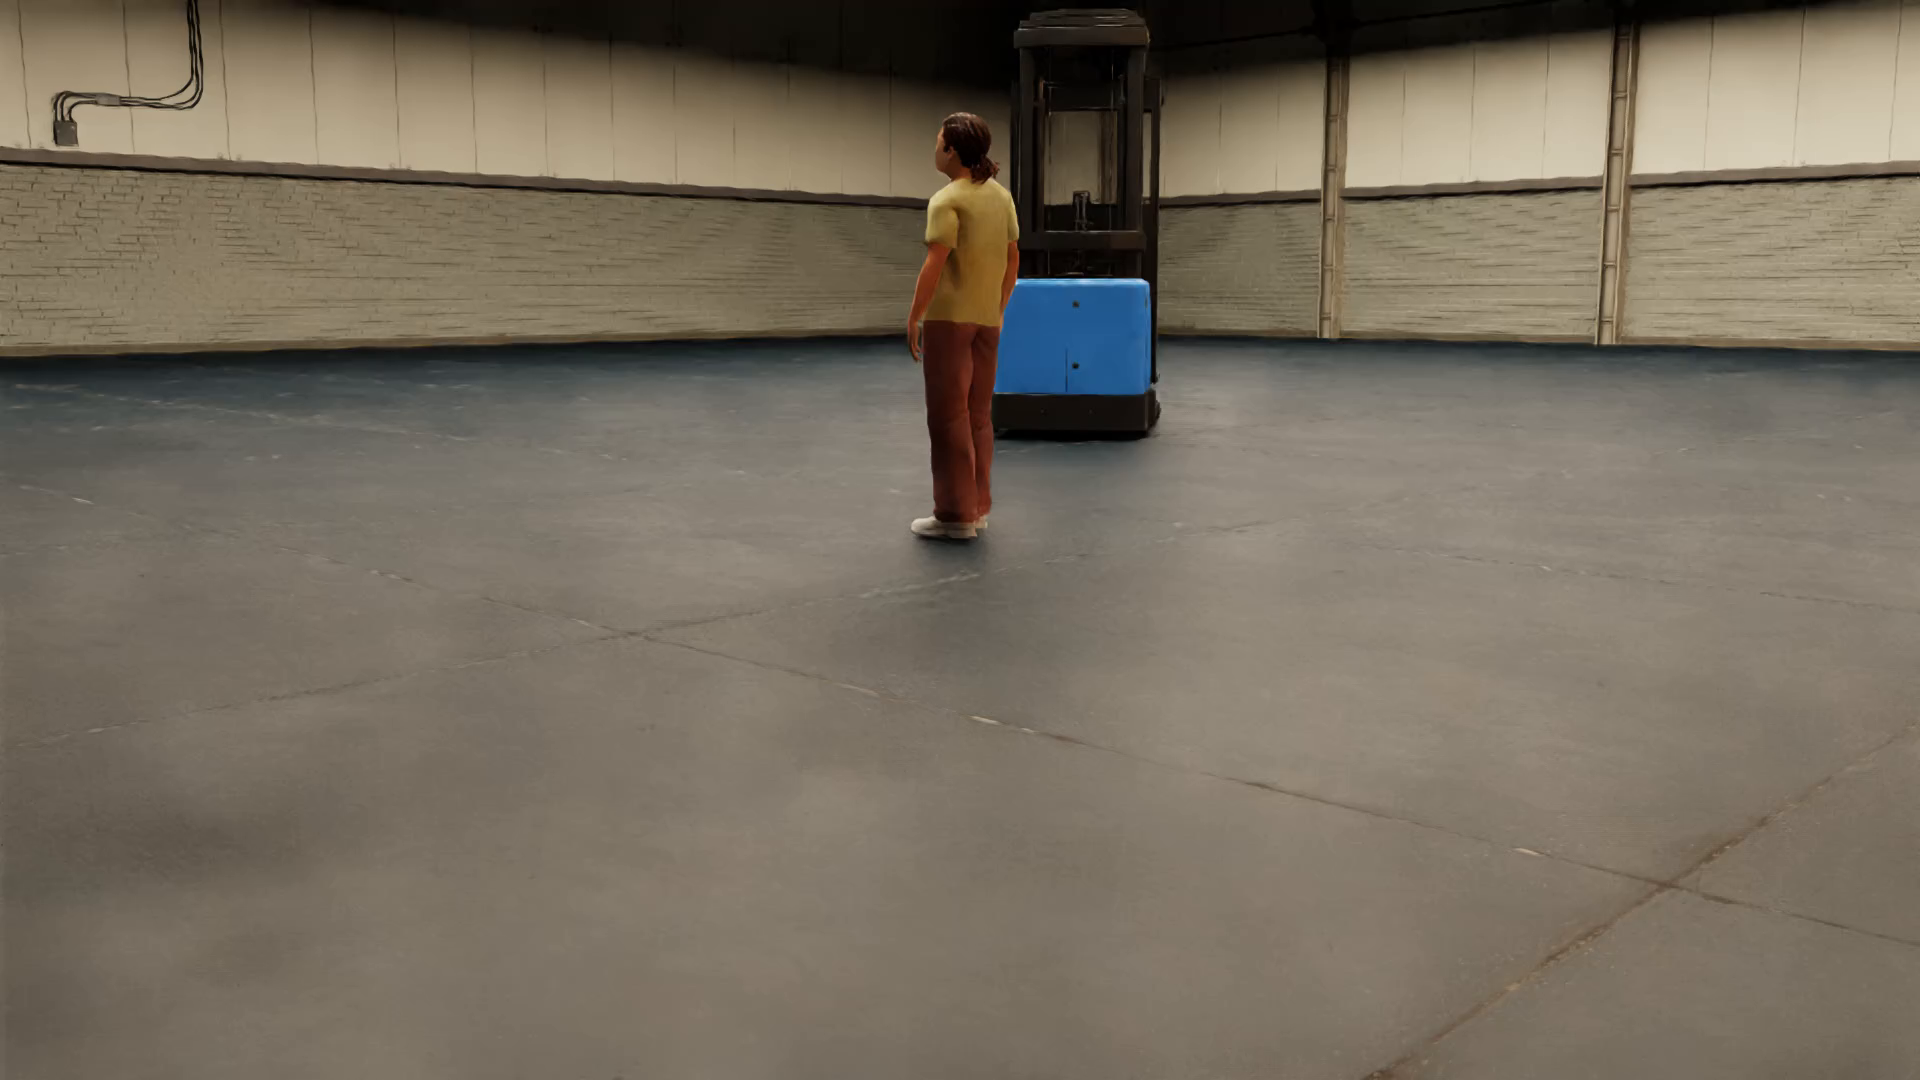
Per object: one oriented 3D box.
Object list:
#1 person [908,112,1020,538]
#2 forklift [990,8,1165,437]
[{"bbox_3d":[-0.046,-0.844,6.650,0.548,1.674,0.554,8,12,43],"label":"person"},{"bbox_3d":[0.946,-2.338,12.404,1.130,2.935,3.031,1,9,9],"label":"forklift"}]
